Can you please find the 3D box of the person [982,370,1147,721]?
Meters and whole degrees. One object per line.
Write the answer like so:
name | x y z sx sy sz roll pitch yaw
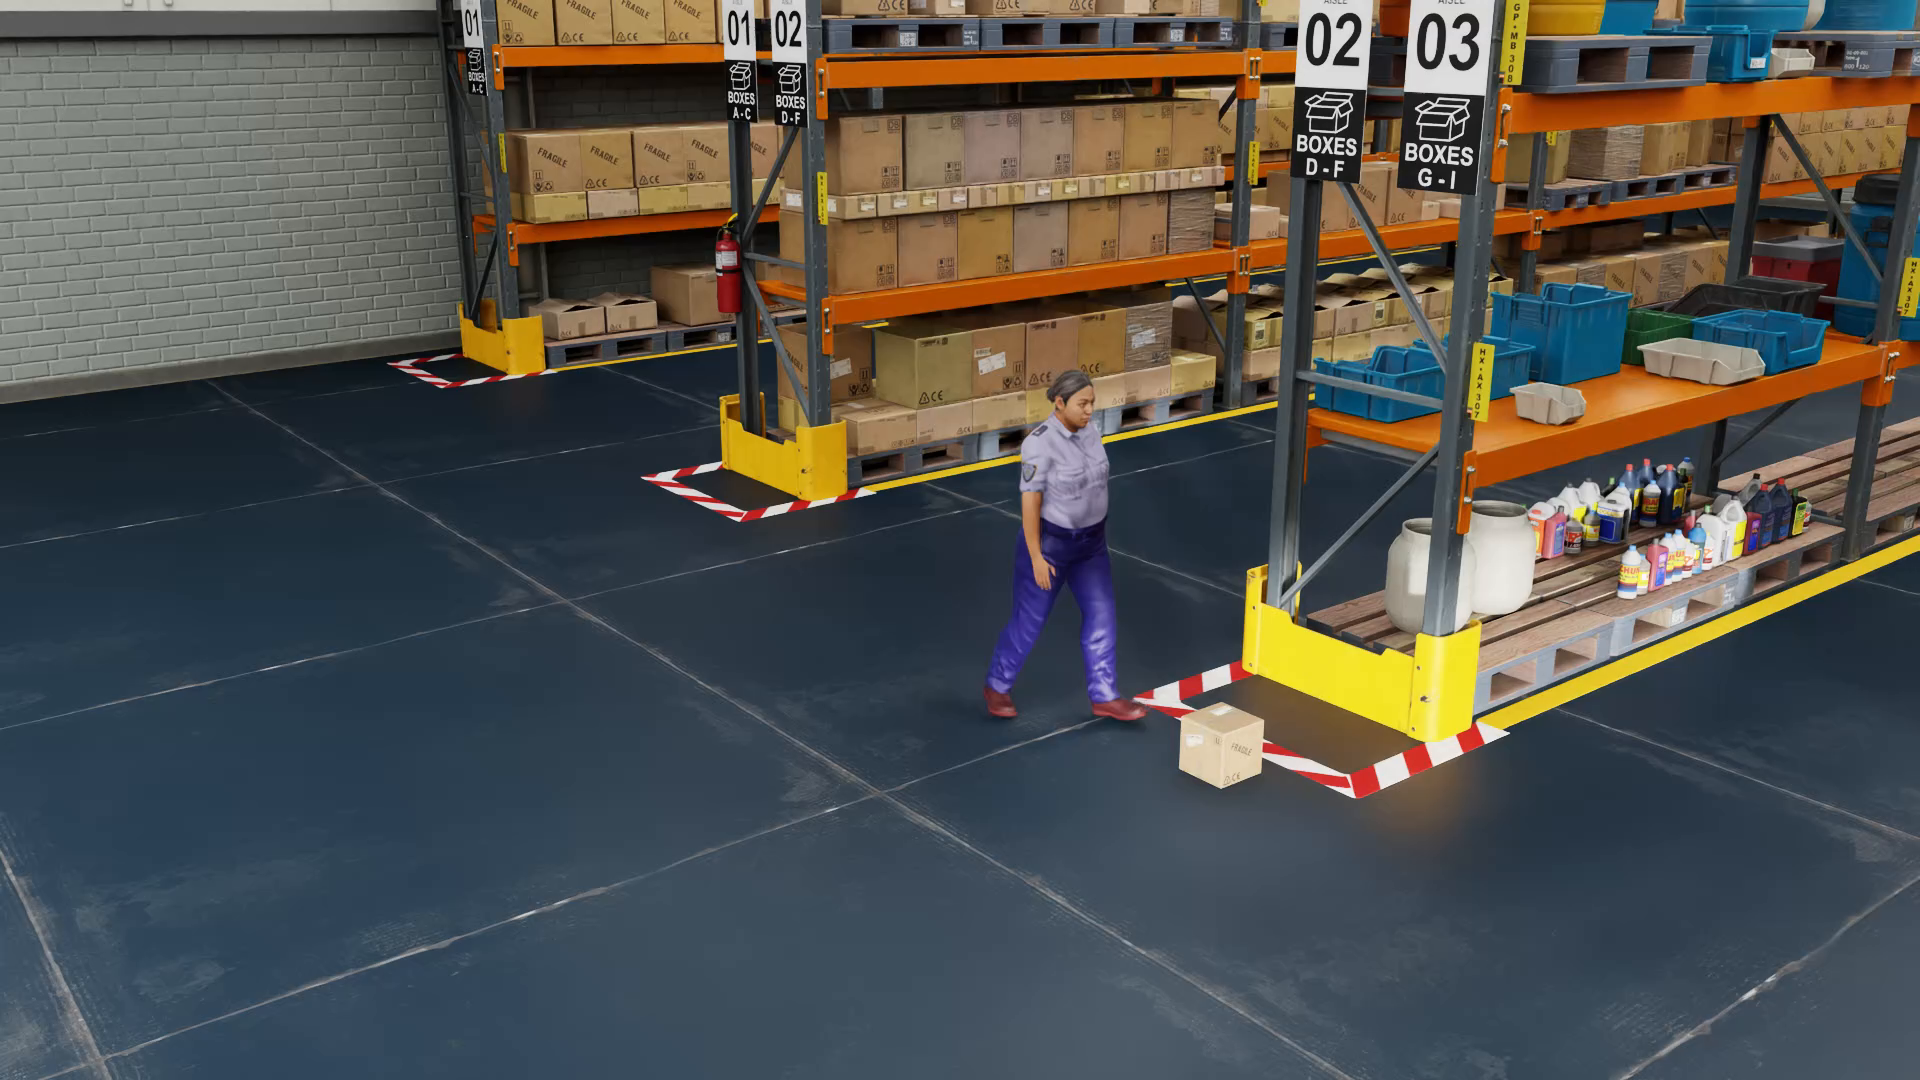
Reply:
person | 0.453 0.040 7.452 0.529 1.639 0.712 -15 23 -40
